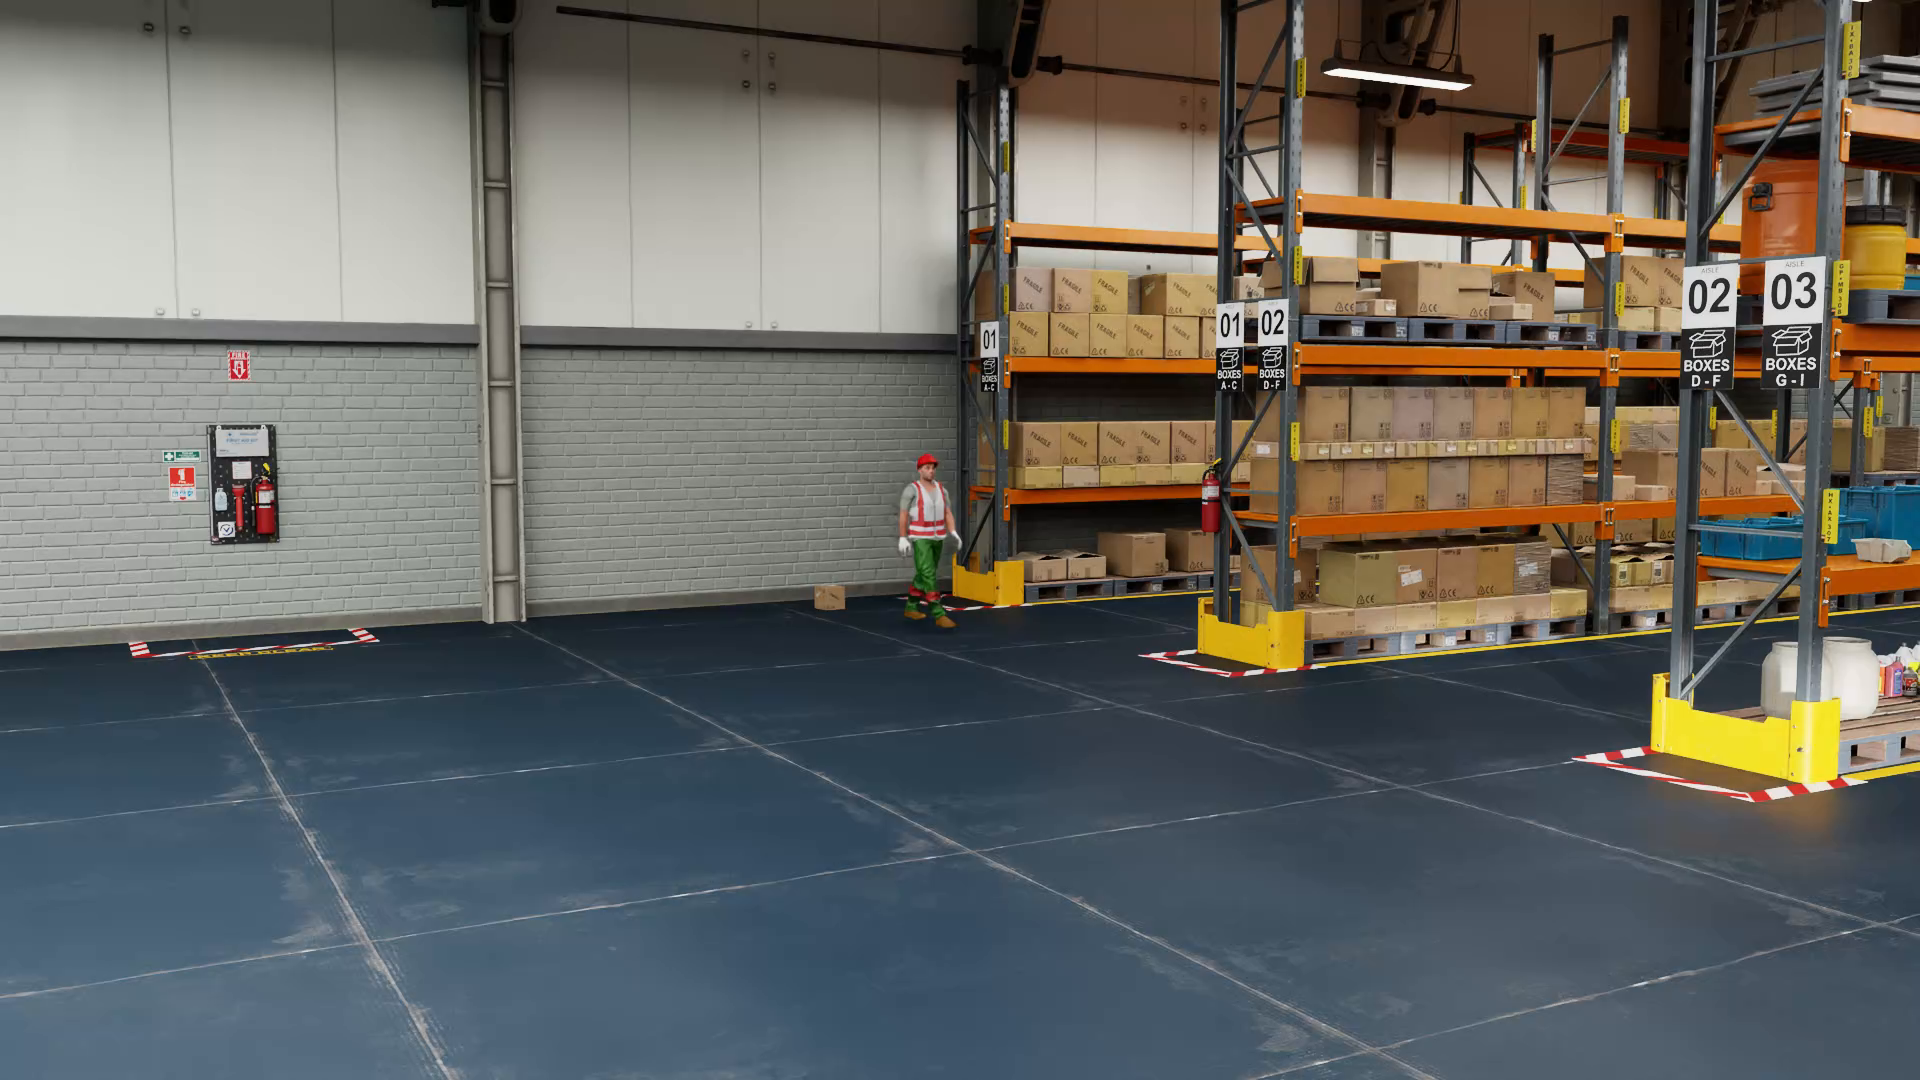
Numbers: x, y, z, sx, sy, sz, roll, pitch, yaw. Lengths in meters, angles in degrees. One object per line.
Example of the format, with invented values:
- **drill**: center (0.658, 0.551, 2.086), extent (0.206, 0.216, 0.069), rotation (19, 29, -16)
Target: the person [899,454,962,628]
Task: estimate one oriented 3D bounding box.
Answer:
- **person**: center (-0.274, -0.012, 16.942), extent (0.542, 1.728, 1.028), rotation (-4, 6, -37)
